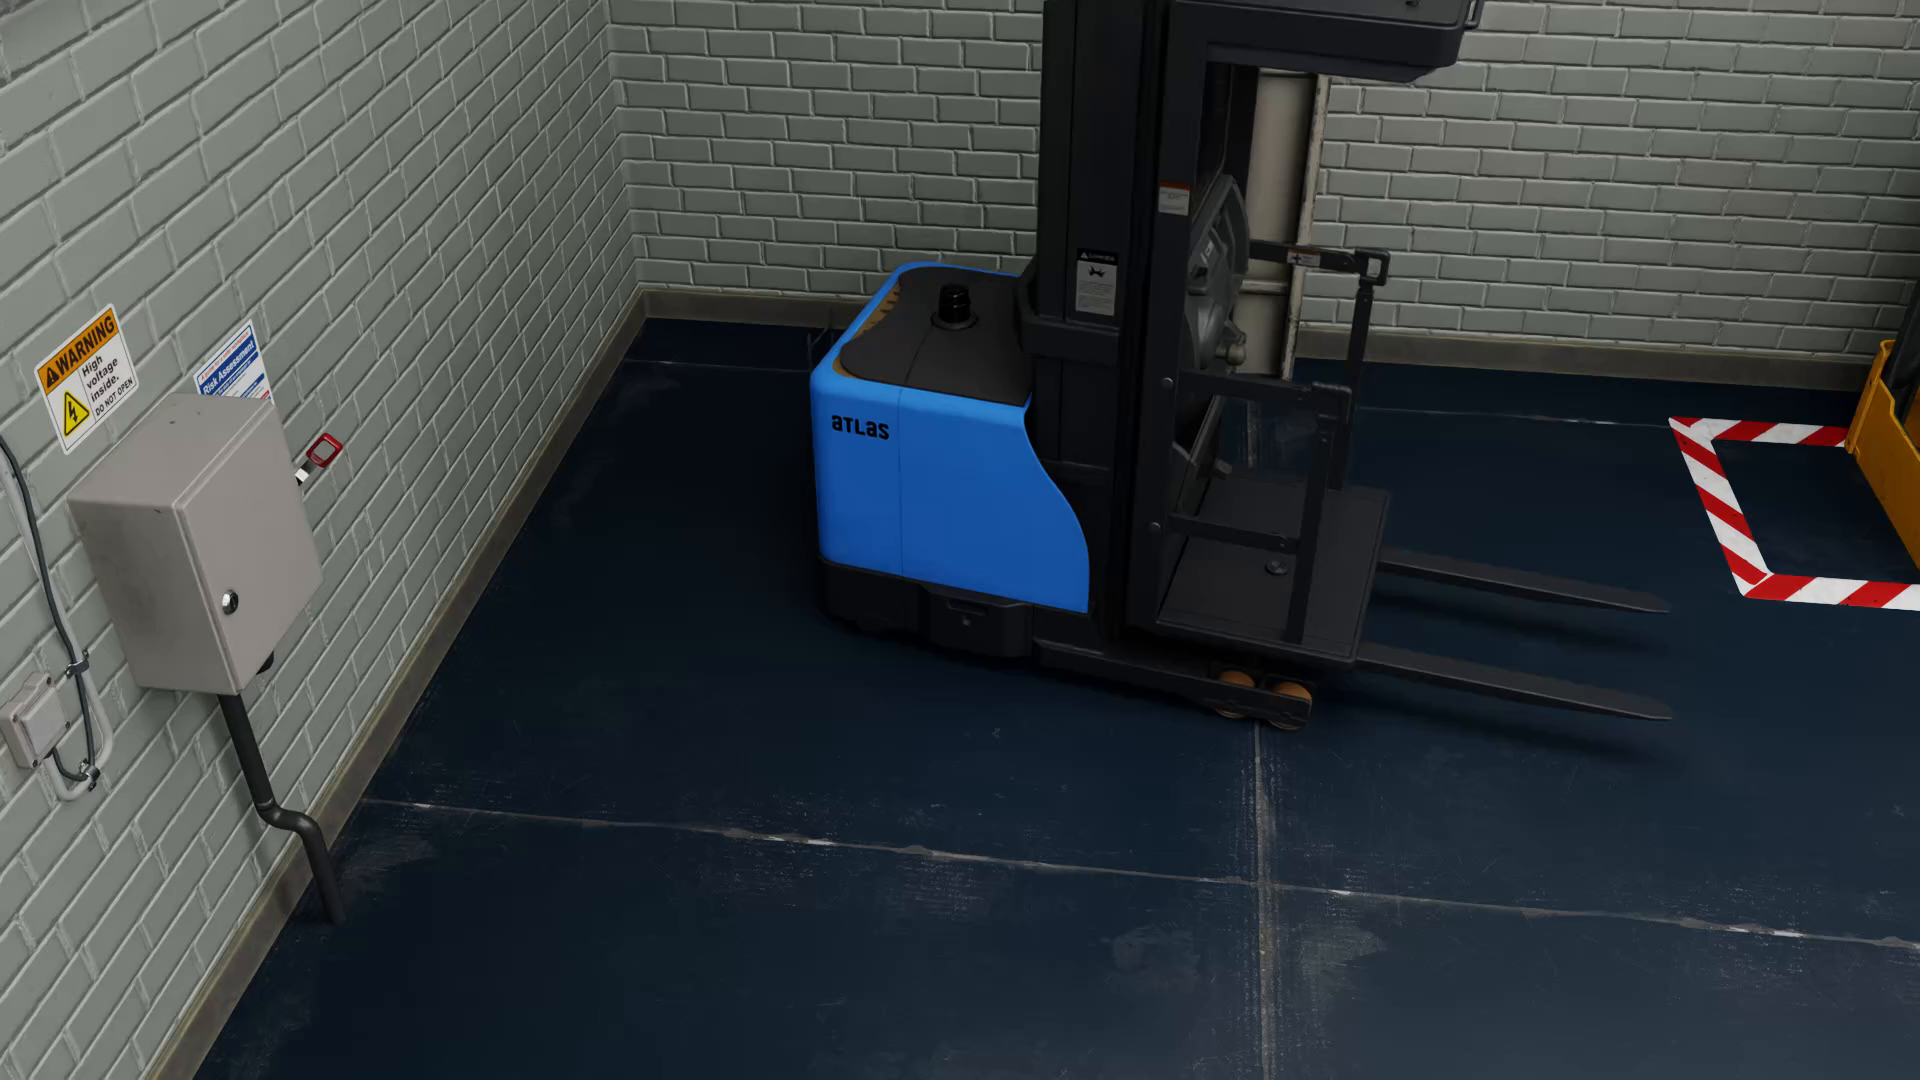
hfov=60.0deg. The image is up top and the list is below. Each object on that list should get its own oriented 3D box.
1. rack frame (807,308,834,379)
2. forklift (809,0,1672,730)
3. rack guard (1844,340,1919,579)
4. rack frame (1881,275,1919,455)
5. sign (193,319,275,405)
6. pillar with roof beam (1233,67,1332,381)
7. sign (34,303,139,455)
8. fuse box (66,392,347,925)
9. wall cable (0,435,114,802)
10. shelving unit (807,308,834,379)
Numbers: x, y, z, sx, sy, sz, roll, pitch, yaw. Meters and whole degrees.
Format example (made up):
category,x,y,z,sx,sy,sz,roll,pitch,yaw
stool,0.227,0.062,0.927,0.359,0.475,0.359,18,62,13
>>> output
category,x,y,z,sx,sy,sz,roll,pitch,yaw
rack frame,-0.538,-0.472,6.636,0.006,0.900,0.240,11,37,15
forklift,1.038,-0.878,5.457,3.031,2.935,1.130,11,37,15
rack guard,4.003,-0.305,6.746,0.348,0.500,1.175,4,36,6
rack frame,3.927,-1.328,6.028,0.127,3.000,1.000,4,36,6
sign,-2.027,-0.332,4.715,0.001,0.494,0.329,4,36,6
pillar with roof beam,0.820,-2.008,1.817,0.400,9.000,9.100,4,36,6
sign,-2.097,-0.390,4.004,0.001,0.242,0.339,4,36,6
fuse box,-1.885,0.454,4.641,0.414,1.711,0.539,4,36,6
wall cable,-2.128,-0.103,3.437,0.122,1.984,0.588,4,36,6
shelving unit,-0.442,-0.453,6.610,0.210,0.900,0.258,11,37,15
